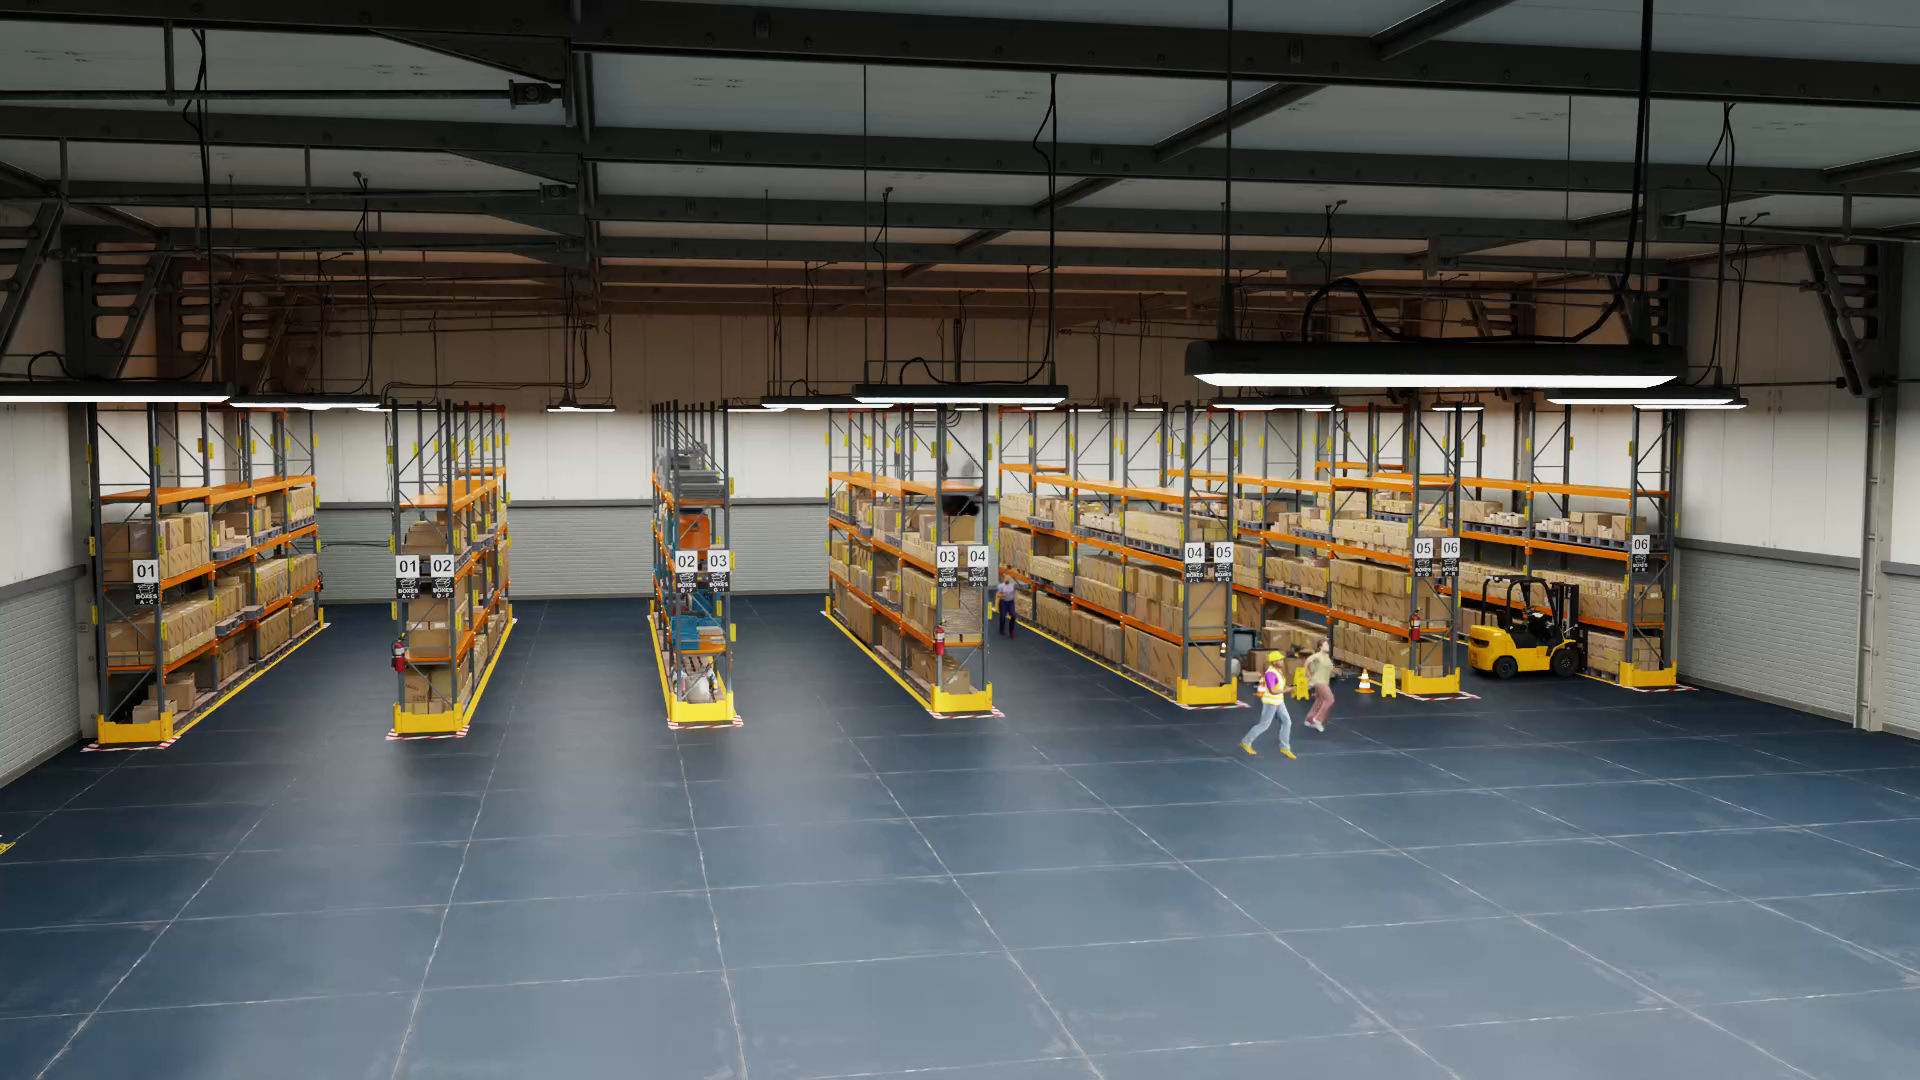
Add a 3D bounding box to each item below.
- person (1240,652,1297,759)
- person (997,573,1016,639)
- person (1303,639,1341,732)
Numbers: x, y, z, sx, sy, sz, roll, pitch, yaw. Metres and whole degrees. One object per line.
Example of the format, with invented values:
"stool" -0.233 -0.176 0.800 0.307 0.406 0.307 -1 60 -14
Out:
"person" 5.168 2.751 27.750 0.913 1.811 0.710 2 5 26
"person" 1.206 1.699 42.693 0.554 1.688 0.759 -1 4 -11
"person" 6.572 2.625 30.186 0.665 1.678 0.573 3 5 36
